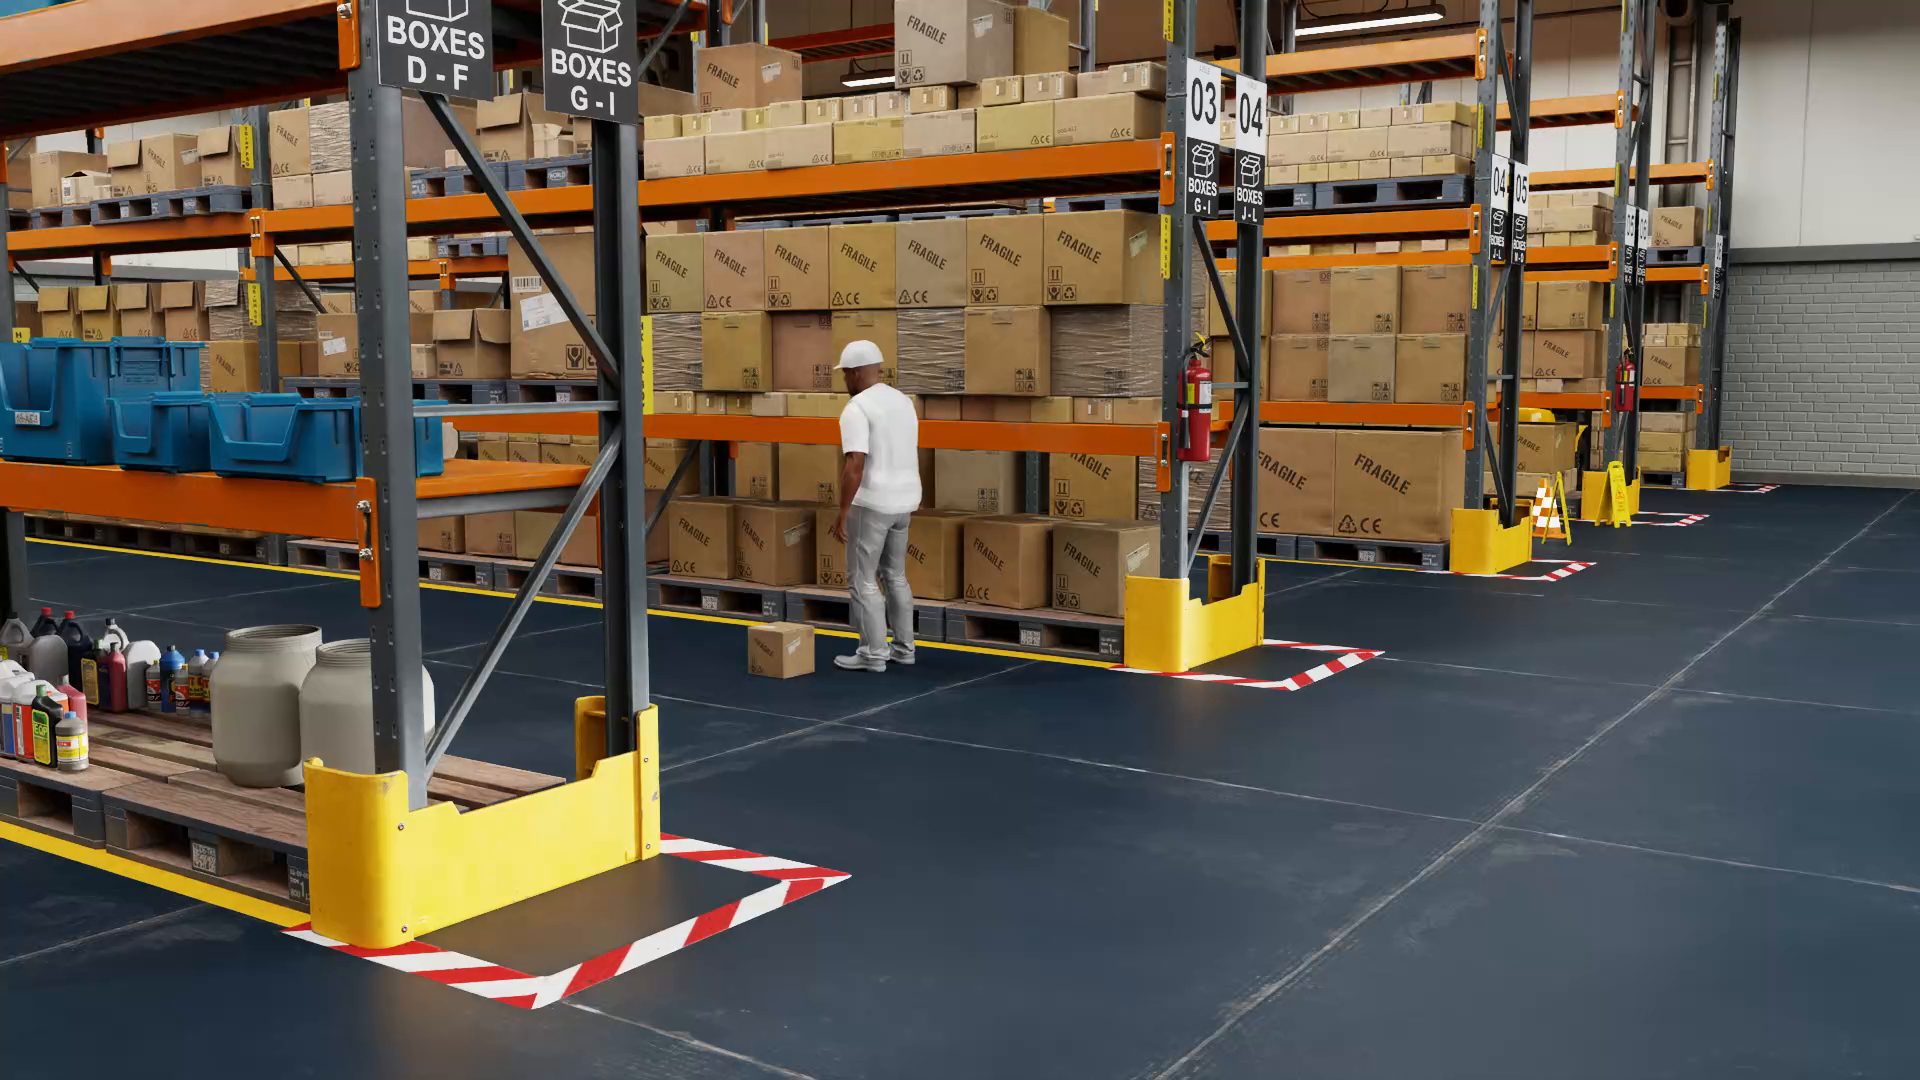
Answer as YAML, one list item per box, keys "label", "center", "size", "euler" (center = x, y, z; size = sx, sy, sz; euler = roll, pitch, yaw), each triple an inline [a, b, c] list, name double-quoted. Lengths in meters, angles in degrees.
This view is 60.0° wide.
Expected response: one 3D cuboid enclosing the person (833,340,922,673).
- label: "person"
  center: [-0.457, -0.187, 8.908]
  size: [0.461, 1.759, 0.631]
  euler: [4, 8, 34]
